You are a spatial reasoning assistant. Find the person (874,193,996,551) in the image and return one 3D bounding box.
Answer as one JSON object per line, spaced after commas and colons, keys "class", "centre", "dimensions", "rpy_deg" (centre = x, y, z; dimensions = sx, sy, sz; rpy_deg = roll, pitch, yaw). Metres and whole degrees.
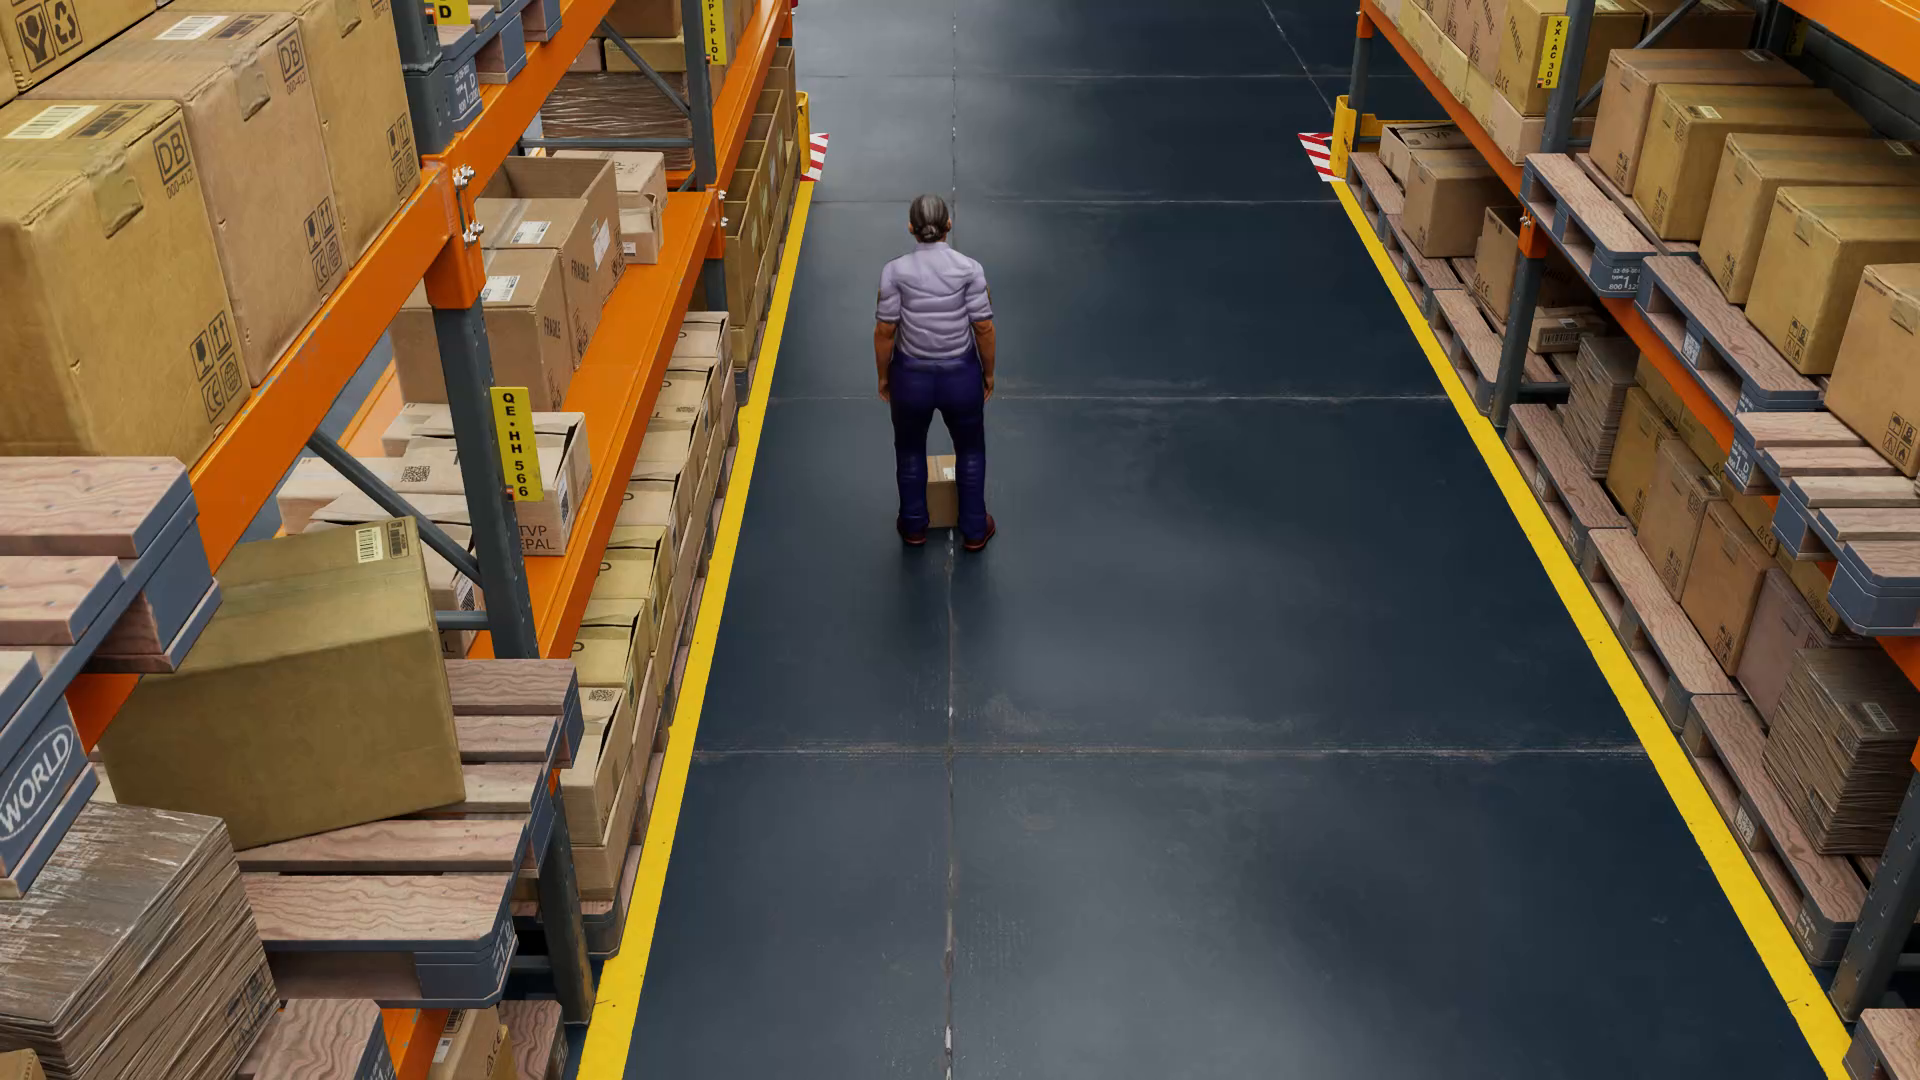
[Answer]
{"class": "person", "centre": [-0.101, -0.710, 7.292], "dimensions": [0.537, 1.651, 0.421], "rpy_deg": [-1, 32, -1]}
